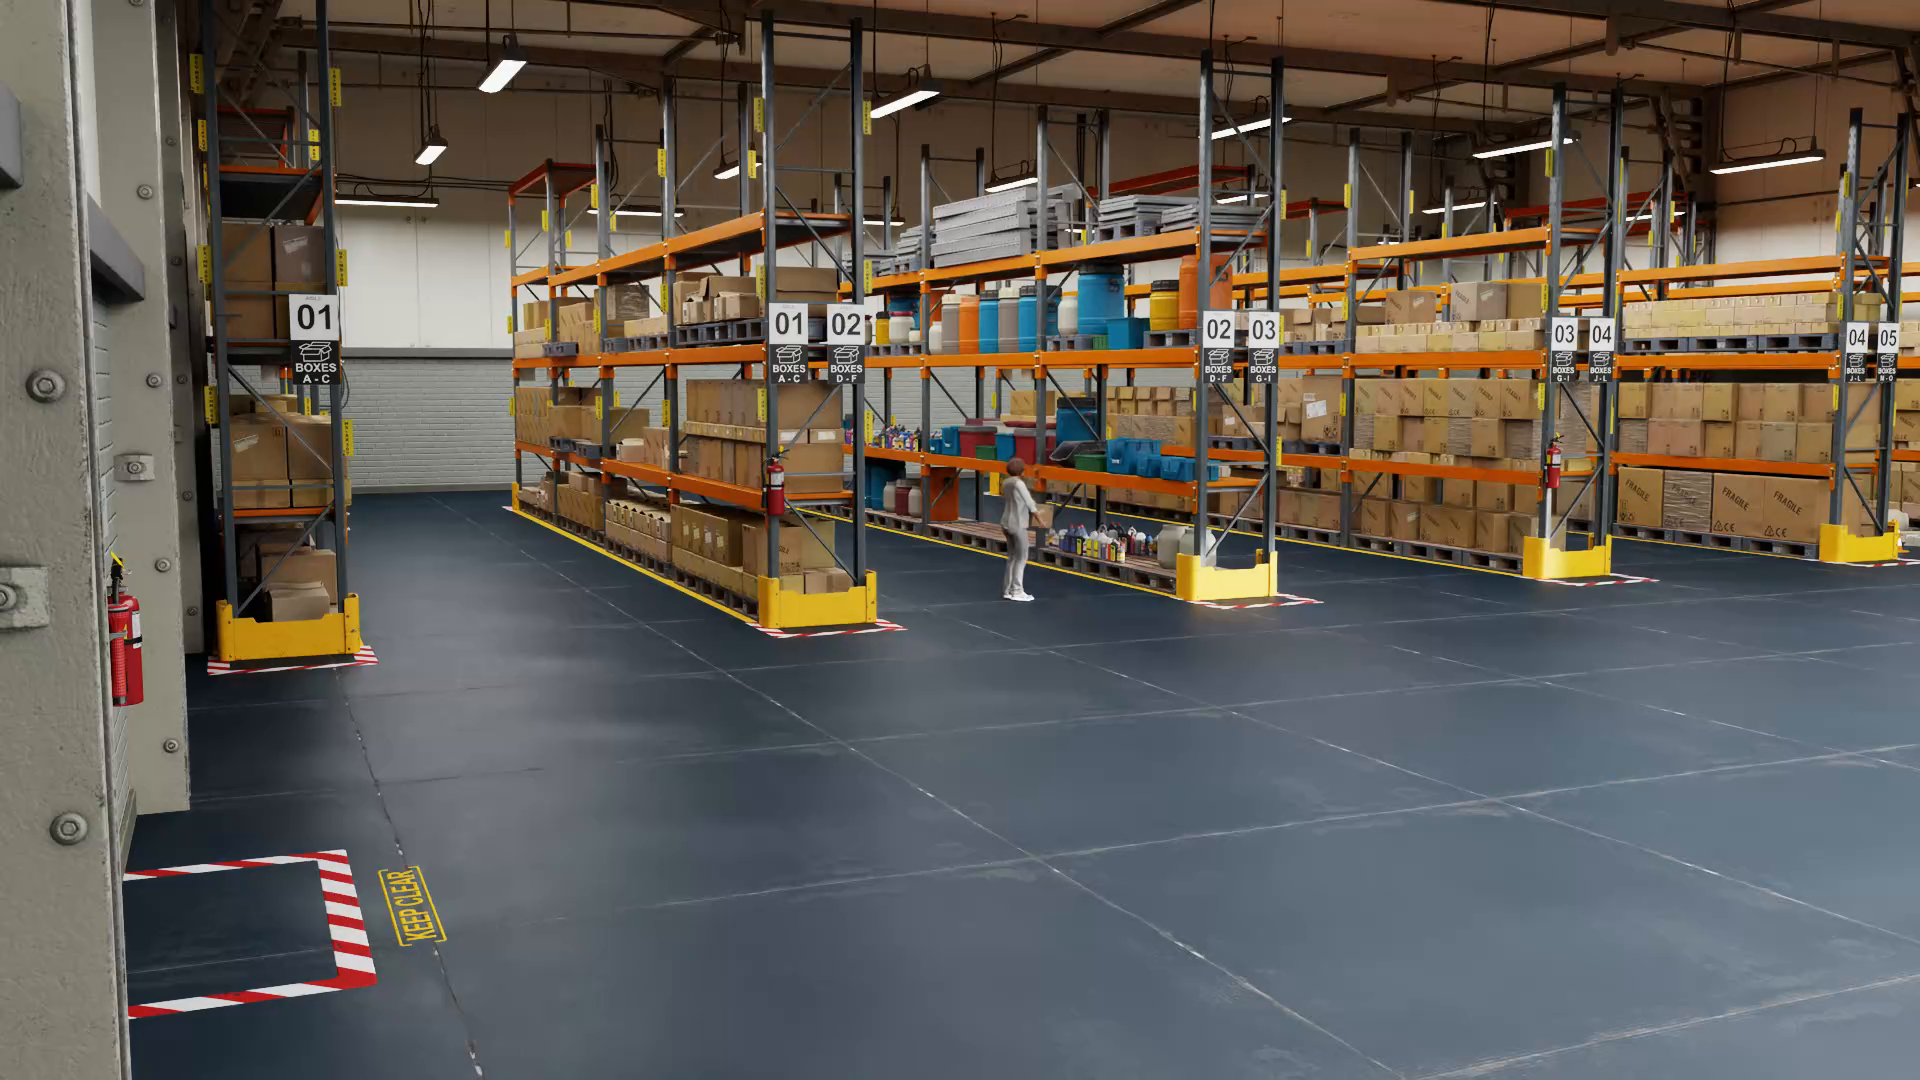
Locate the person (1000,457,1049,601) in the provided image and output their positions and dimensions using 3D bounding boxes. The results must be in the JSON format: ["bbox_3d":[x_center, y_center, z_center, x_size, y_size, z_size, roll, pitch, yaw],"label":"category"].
[{"bbox_3d":[0.701,-0.121,18.542,0.502,1.585,0.375,-3,6,-24],"label":"person"}]
